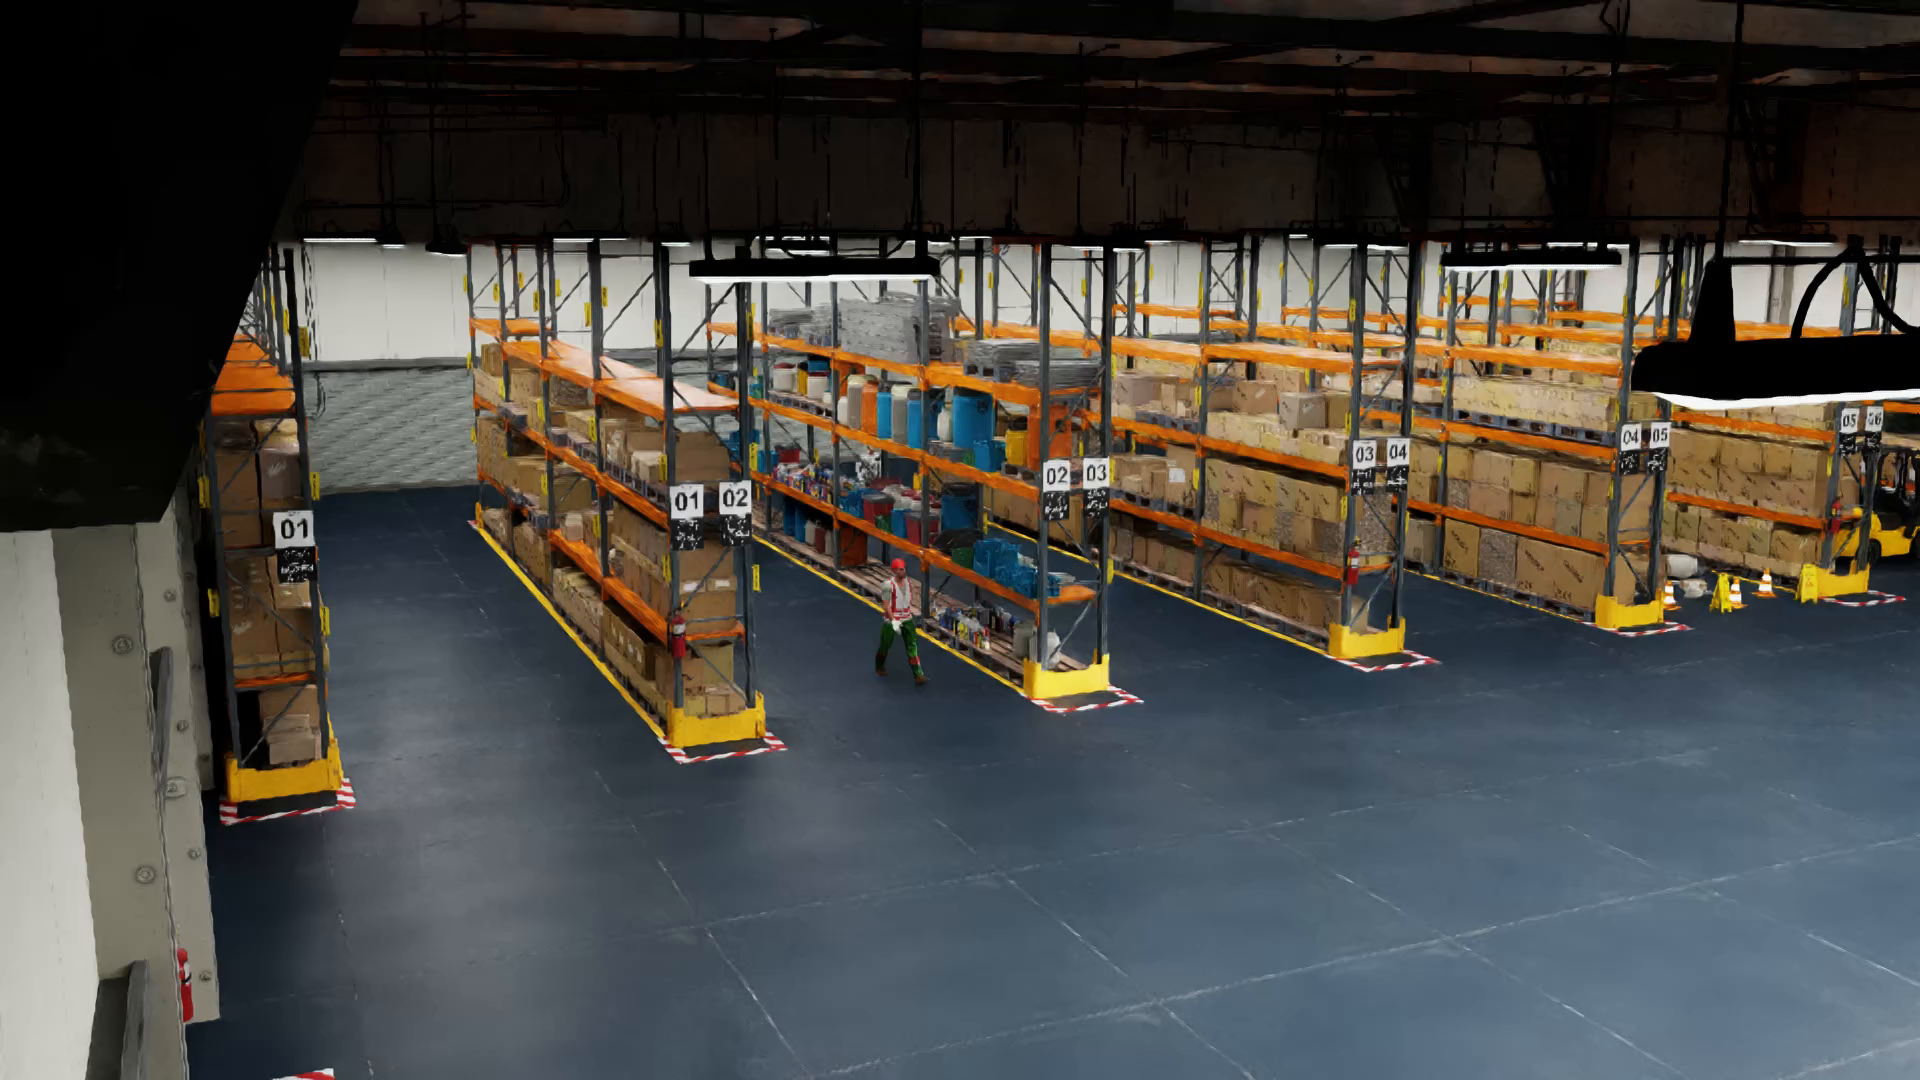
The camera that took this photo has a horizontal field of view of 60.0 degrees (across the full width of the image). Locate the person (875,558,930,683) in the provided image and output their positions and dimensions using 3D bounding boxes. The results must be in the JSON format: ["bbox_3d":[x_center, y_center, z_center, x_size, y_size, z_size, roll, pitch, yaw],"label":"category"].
[{"bbox_3d":[-0.839,1.092,22.897,0.526,1.728,1.031,-7,13,-32],"label":"person"}]

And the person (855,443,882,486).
[{"bbox_3d":[-1.956,-1.352,35.855,0.639,1.632,0.498,-5,12,-26],"label":"person"}]
